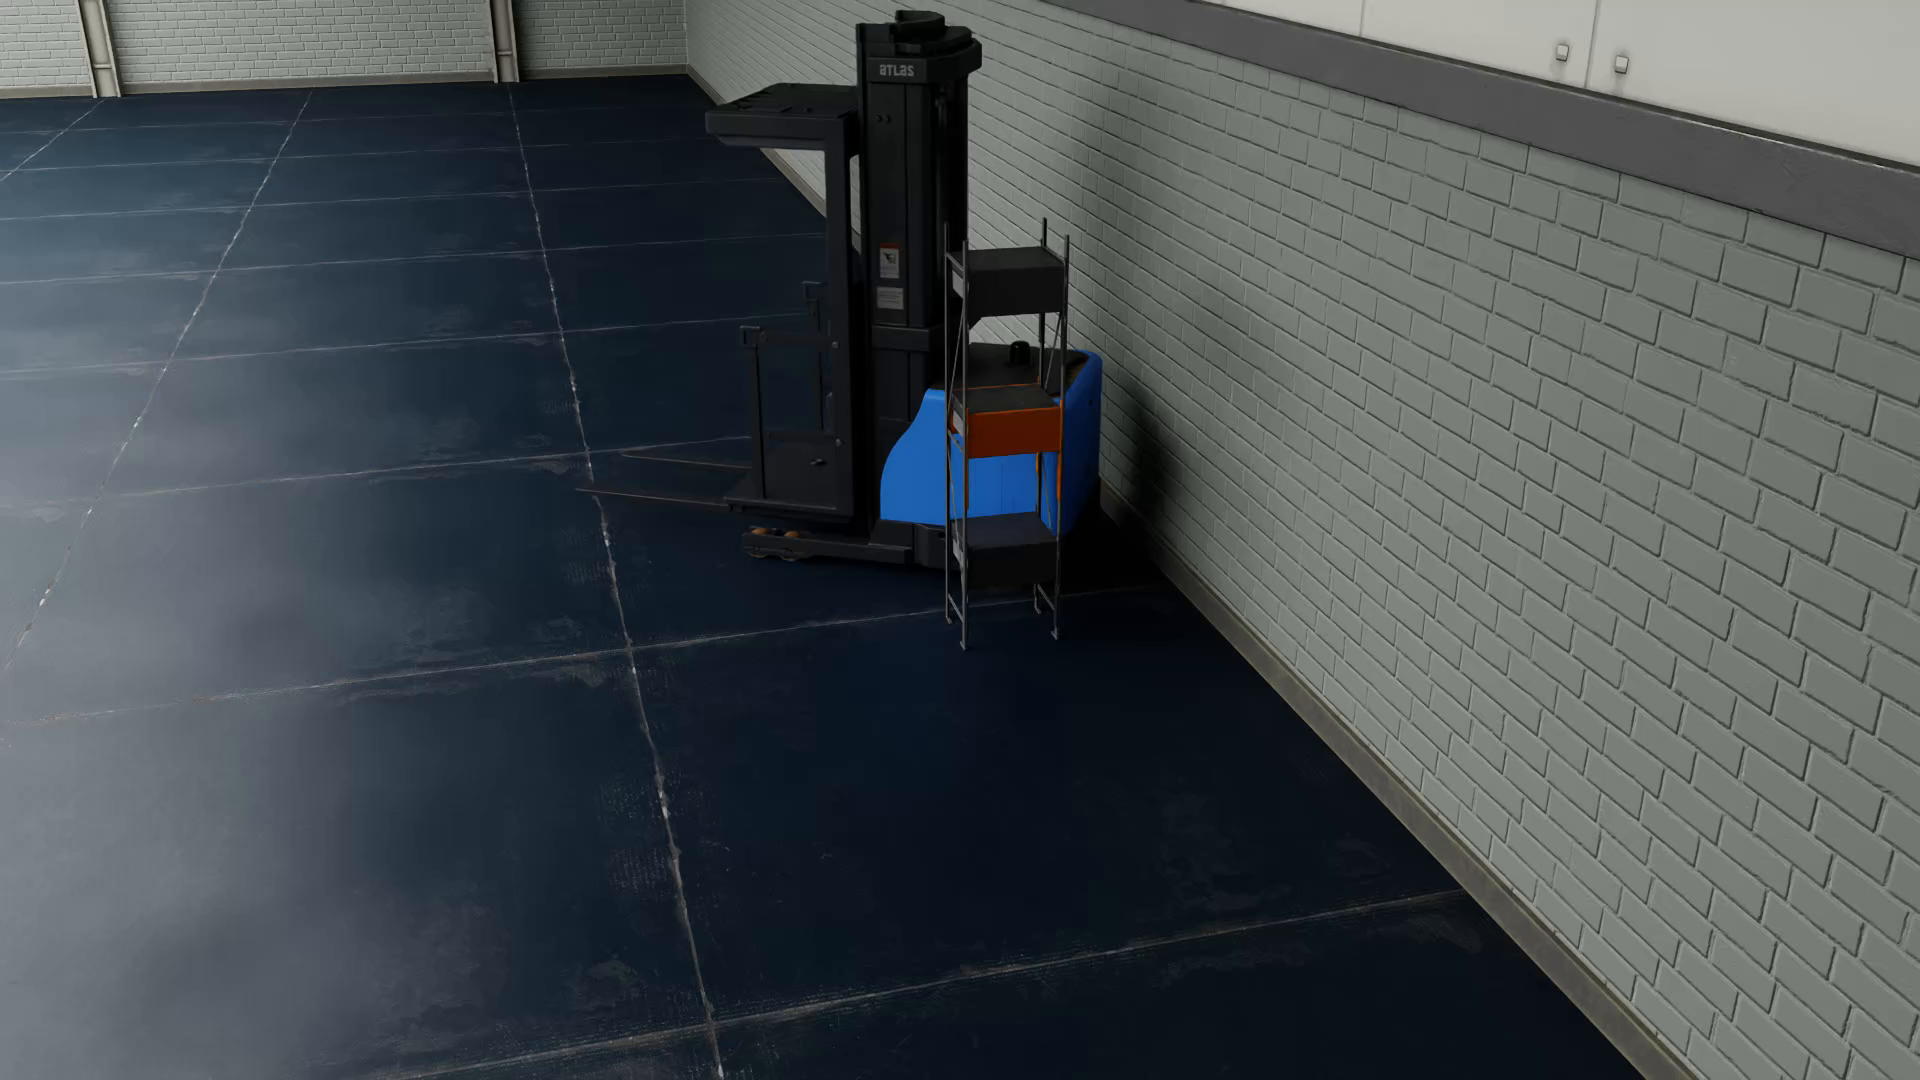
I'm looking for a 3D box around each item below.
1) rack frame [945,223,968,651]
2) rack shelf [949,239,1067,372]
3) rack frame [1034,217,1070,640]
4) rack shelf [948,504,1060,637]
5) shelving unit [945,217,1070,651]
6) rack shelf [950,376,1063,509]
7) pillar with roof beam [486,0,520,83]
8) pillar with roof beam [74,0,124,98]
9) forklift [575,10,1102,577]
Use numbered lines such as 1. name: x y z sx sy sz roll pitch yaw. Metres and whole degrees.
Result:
1. rack frame: -0.019 -0.479 8.204 0.015 2.100 0.400 -6 24 -13
2. rack shelf: 0.217 -1.133 7.987 0.480 0.518 0.431 -6 24 -13
3. rack frame: 0.454 -0.526 8.312 0.015 2.100 0.400 -6 24 -13
4. rack shelf: 0.217 0.153 8.540 0.480 0.518 0.431 -6 24 -13
5. shelving unit: 0.217 -0.502 8.258 0.503 2.100 0.431 -6 24 -13
6. rack shelf: 0.217 -0.490 8.263 0.480 0.518 0.431 -6 24 -13
7. pillar with roof beam: -6.280 -10.042 21.741 0.400 9.000 9.100 -6 24 -14
8. pillar with roof beam: -12.057 -9.403 20.252 0.400 9.000 9.100 -6 24 -14
9. forklift: -0.745 -1.417 9.336 3.031 2.935 1.130 6 24 14
